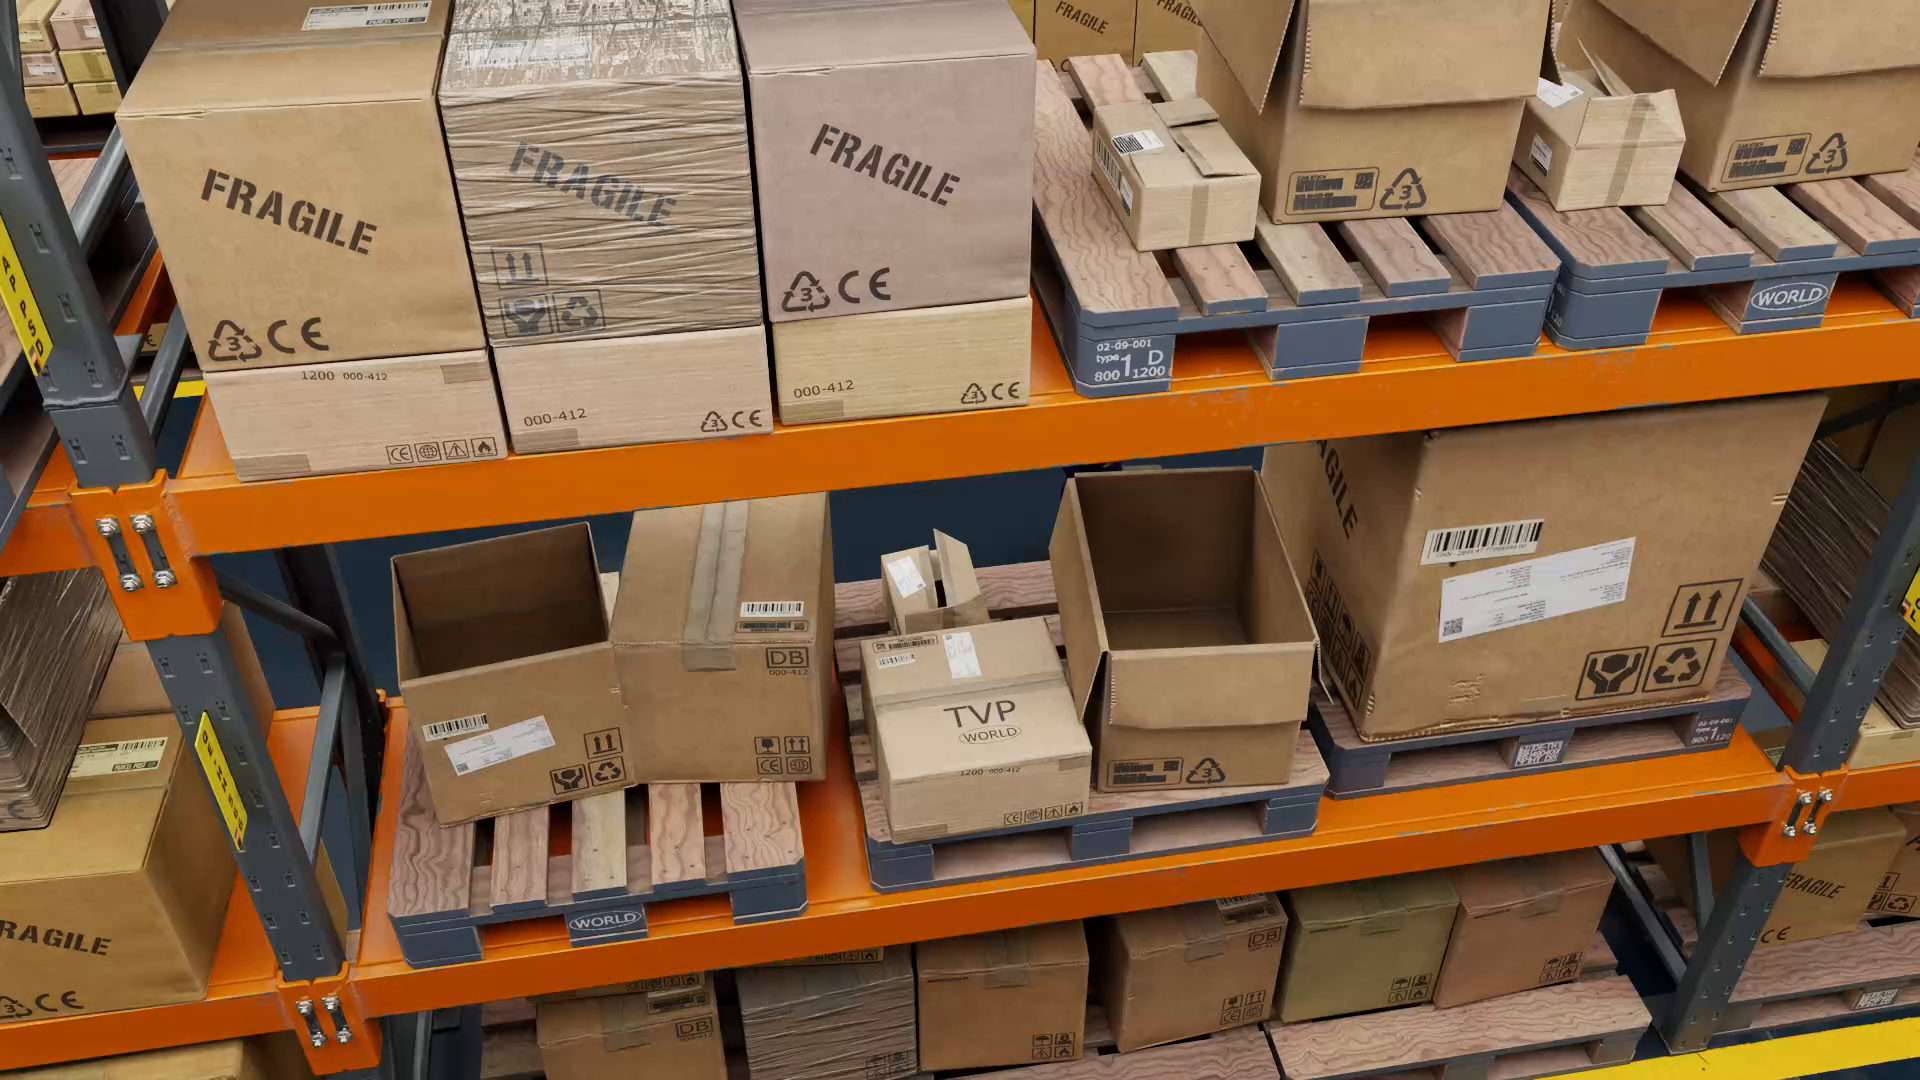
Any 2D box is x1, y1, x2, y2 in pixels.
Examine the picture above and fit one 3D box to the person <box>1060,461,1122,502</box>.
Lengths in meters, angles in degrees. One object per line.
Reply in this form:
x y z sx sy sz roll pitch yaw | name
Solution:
0.546 -0.510 6.796 0.424 1.648 0.564 -9 40 -10 | person
